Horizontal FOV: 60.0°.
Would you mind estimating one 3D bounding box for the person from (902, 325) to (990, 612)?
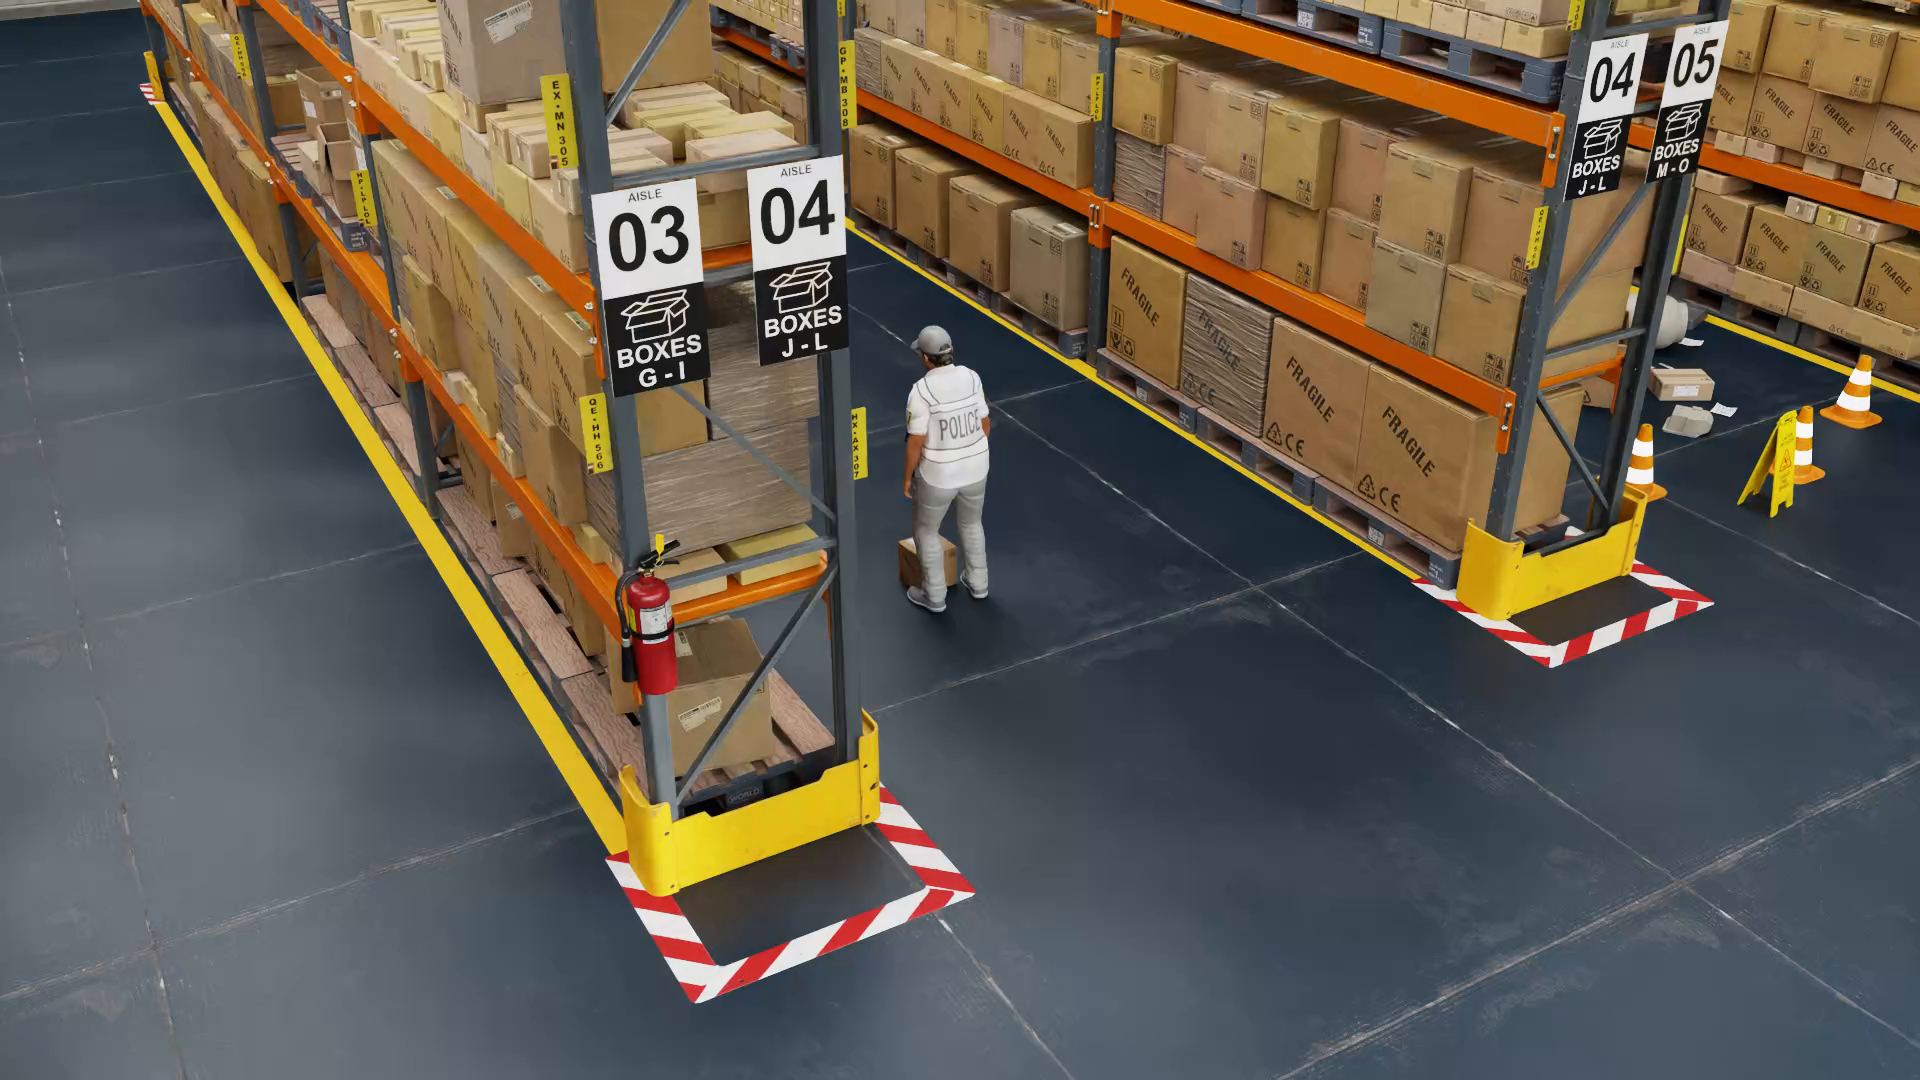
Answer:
[{"bbox_3d":[-0.077,-0.394,9.254,0.554,1.666,0.470,-17,33,-27],"label":"person"}]
